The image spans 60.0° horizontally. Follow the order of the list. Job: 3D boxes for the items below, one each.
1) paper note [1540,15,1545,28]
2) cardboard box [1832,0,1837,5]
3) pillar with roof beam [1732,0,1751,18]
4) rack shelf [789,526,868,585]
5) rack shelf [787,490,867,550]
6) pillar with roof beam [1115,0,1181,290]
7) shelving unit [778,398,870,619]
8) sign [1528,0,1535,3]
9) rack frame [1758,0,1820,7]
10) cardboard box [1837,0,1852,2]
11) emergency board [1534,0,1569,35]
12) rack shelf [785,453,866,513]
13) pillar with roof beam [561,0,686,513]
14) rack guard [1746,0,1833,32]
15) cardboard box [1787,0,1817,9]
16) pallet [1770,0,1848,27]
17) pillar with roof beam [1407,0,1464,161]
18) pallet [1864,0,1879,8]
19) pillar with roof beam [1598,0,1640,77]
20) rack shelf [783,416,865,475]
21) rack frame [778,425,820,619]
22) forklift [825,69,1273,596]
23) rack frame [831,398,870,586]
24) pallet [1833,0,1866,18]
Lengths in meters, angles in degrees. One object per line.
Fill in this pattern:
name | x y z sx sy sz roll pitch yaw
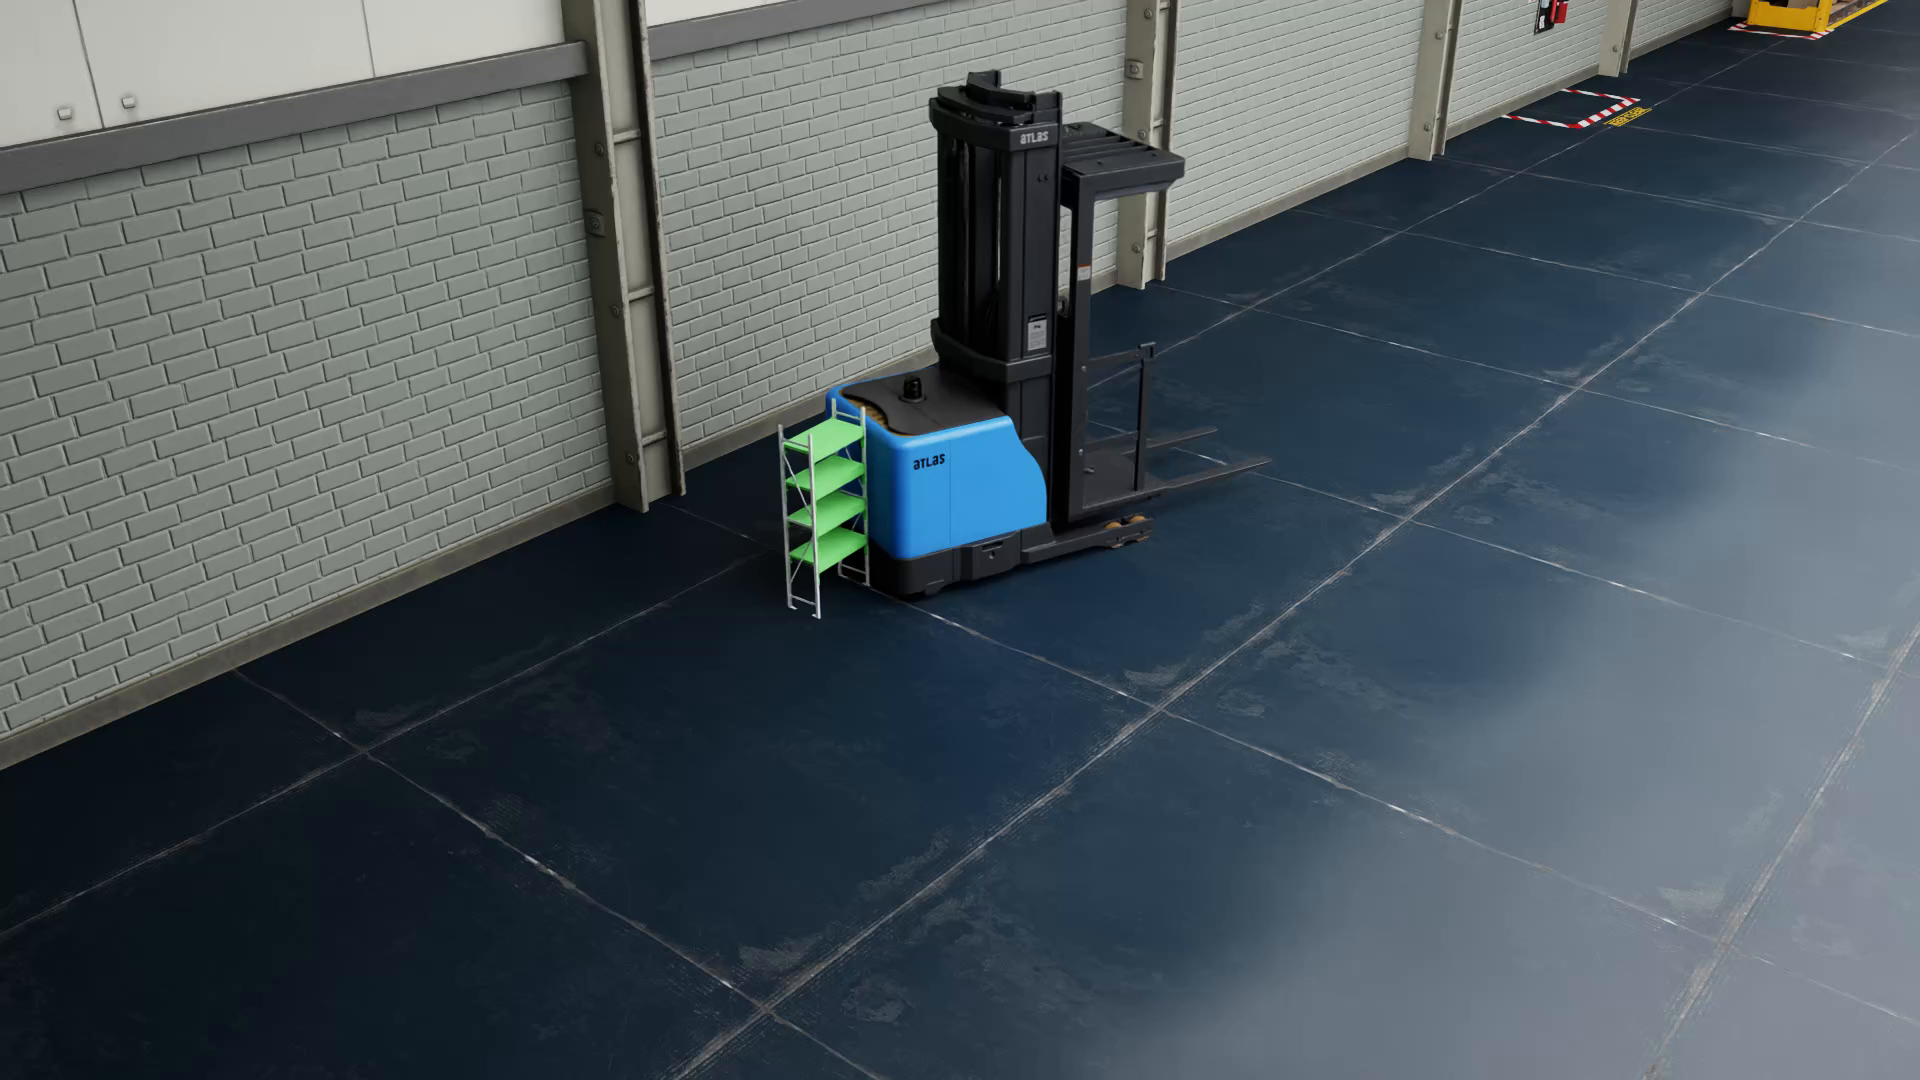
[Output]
paper note | 7.548 -6.713 21.552 0.016 0.148 0.142 21 34 34
cardboard box | 14.226 -9.060 27.579 0.500 0.311 0.500 24 36 38
pillar with roof beam | 16.453 -11.545 23.406 9.100 9.000 0.400 21 34 34
rack shelf | -0.803 0.082 10.078 0.258 0.148 0.480 18 32 31
rack shelf | -0.803 -0.131 9.968 0.258 0.148 0.480 18 32 31
pillar with roof beam | 5.004 -5.163 11.069 9.100 9.000 0.400 21 34 34
shelving unit | -0.803 -0.187 9.938 0.258 1.200 0.503 18 32 31
sign | 7.282 -6.997 21.103 0.001 0.329 0.234 21 34 34
rack frame | 13.353 -9.638 26.248 1.000 3.000 0.127 21 34 34
cardboard box | 14.731 -9.390 28.010 0.700 0.500 0.500 18 33 31
emergency board | 7.714 -7.147 21.432 0.194 1.169 0.643 21 34 34
rack shelf | -0.803 -0.344 9.857 0.258 0.148 0.480 18 32 31
pillar with roof beam | 1.187 -3.036 6.957 9.100 9.000 0.400 21 34 34
rack guard | 13.402 -8.555 26.874 1.175 0.500 0.348 21 34 34
cardboard box | 13.863 -8.858 27.188 0.500 0.311 0.500 17 32 29
pallet | 13.946 -8.704 27.477 1.003 0.211 1.213 21 34 34
pillar with roof beam | 8.820 -7.291 15.181 9.100 9.000 0.400 21 34 34
pallet | 15.498 -9.569 29.150 1.003 0.211 1.213 21 34 34
pillar with roof beam | 12.637 -9.418 19.294 9.100 9.000 0.400 21 34 34
rack shelf | -0.803 -0.557 9.747 0.258 0.148 0.480 18 32 31
rack frame | -0.942 -0.095 9.761 0.240 1.200 0.015 18 32 31
forklift | 0.679 -1.443 10.482 3.031 2.935 1.130 -15 31 -26
rack frame | -0.663 -0.279 10.116 0.240 1.200 0.015 18 32 31
pallet | 14.722 -9.135 28.310 1.003 0.211 1.213 21 34 34
